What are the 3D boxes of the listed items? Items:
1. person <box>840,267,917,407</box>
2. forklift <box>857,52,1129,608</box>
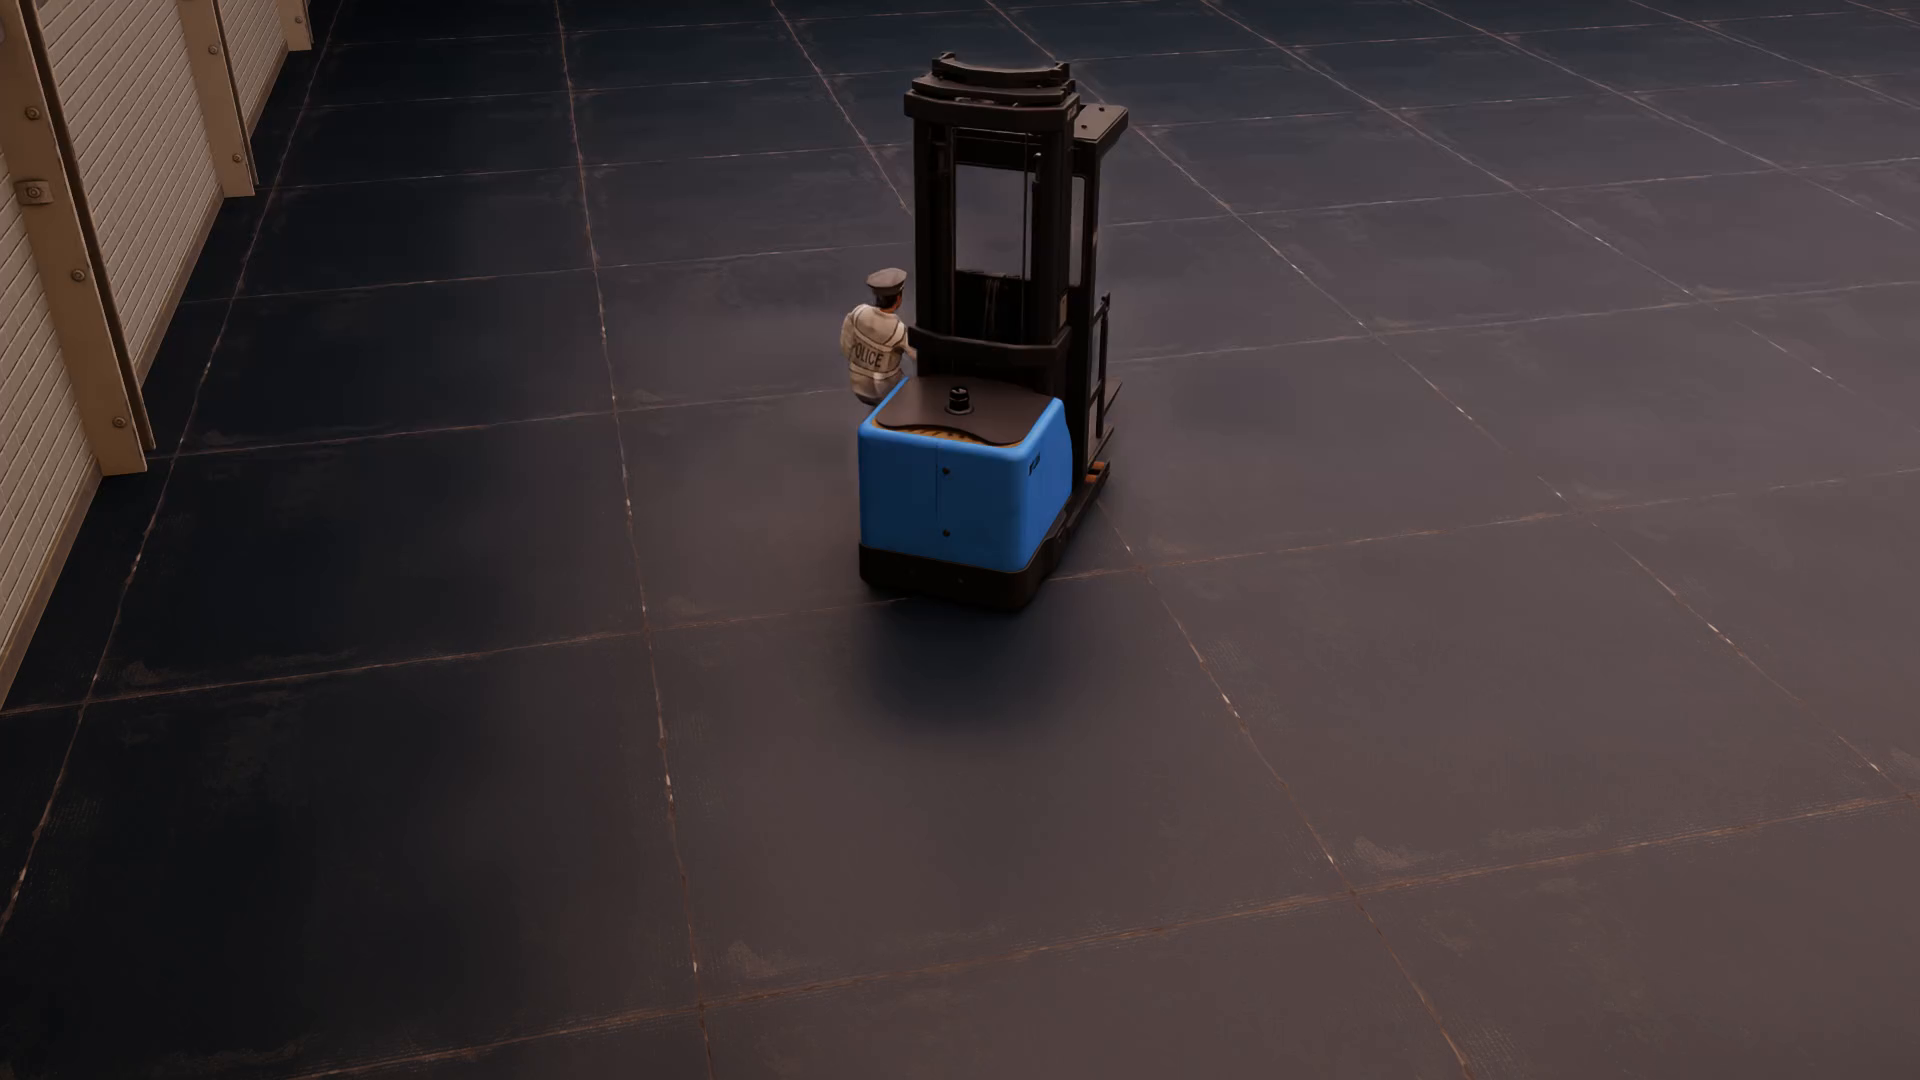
[{"bbox_3d":[-0.288,-1.100,10.711,0.775,1.420,0.723,20,36,31],"label":"person"},{"bbox_3d":[0.365,-1.596,10.332,1.130,2.935,3.031,10,32,17],"label":"forklift"}]
